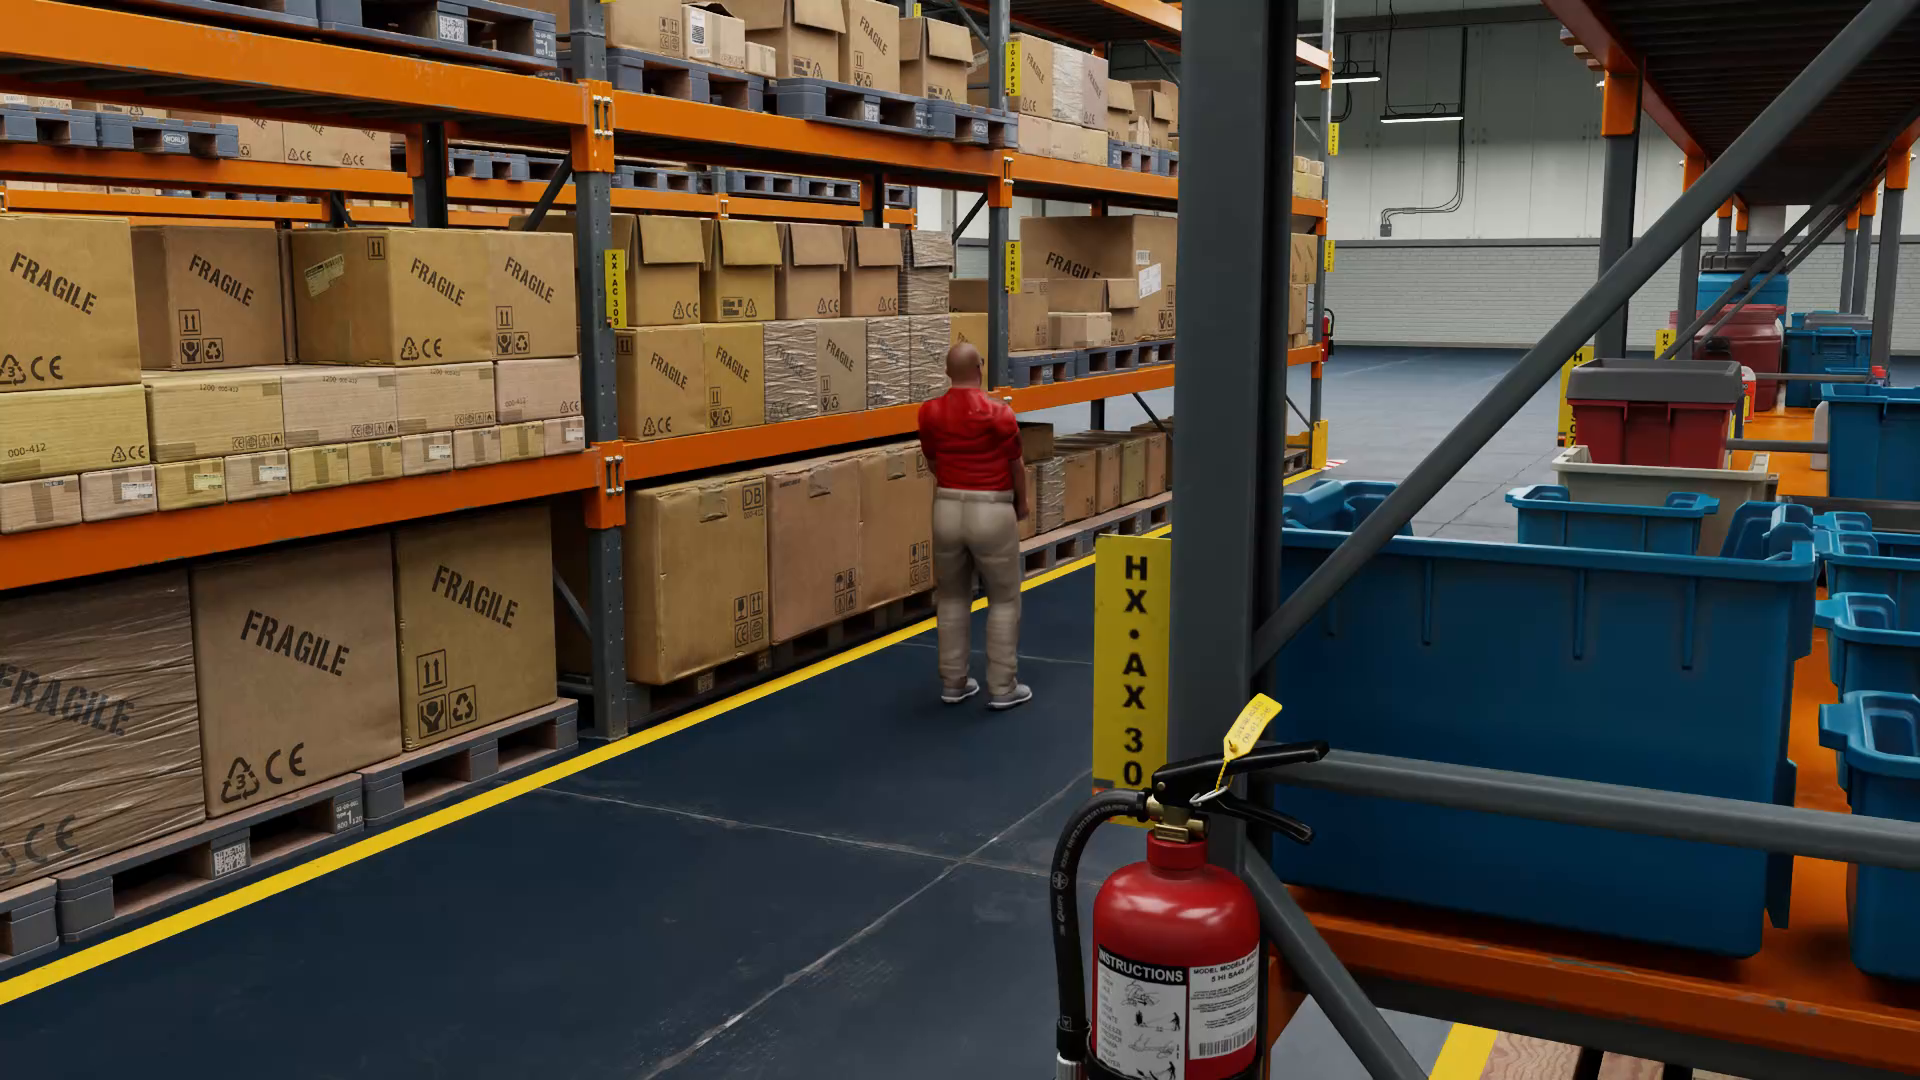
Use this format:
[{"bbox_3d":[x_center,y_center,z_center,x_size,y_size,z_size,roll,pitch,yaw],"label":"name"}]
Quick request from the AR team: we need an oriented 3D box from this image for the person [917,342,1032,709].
[{"bbox_3d":[0.090,-0.081,7.931,0.503,1.725,0.529,4,10,24],"label":"person"}]
